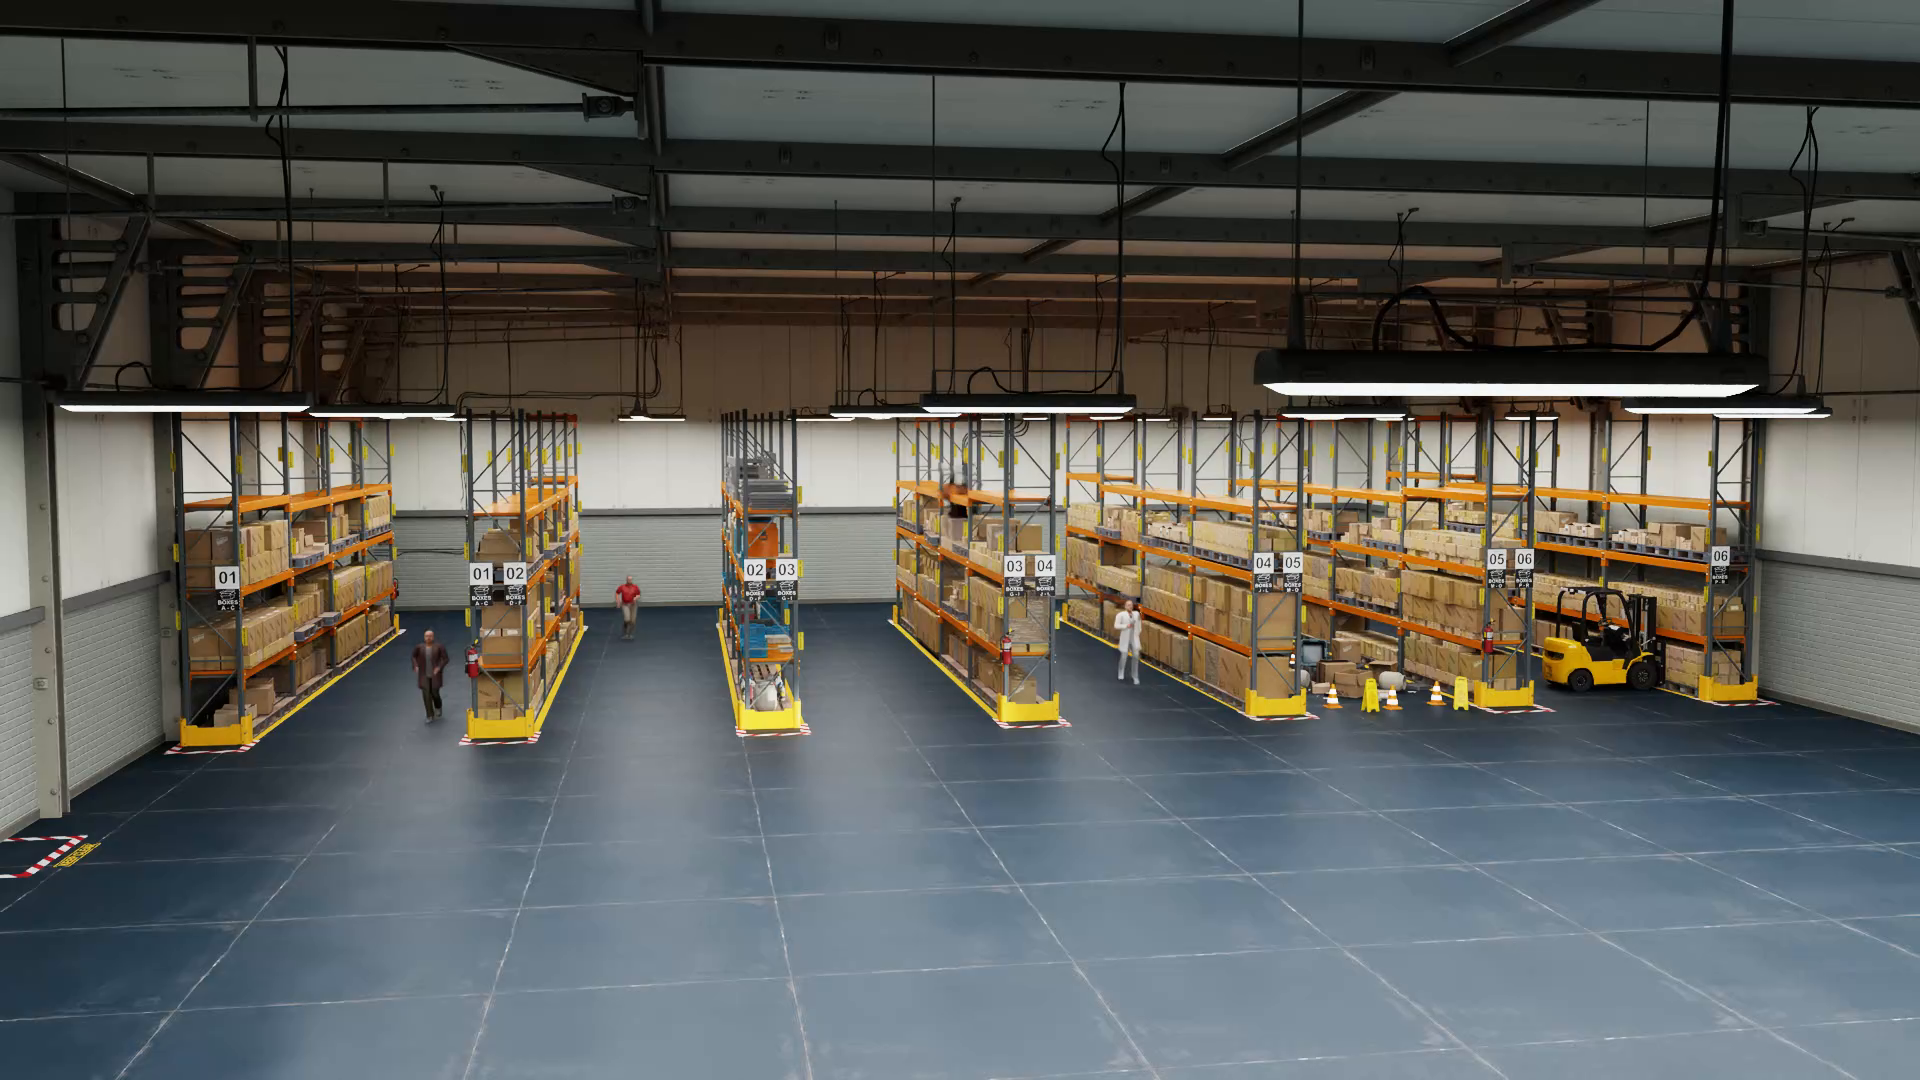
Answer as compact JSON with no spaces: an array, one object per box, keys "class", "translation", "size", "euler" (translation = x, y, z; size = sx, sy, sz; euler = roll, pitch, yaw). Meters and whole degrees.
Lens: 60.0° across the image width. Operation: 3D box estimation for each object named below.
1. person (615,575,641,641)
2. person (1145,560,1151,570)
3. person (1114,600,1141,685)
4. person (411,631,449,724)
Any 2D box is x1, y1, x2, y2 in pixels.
[{"class":"person","translation":[-8.748,1.804,44.011],"size":[0.640,1.729,0.694],"euler":[-2,4,-25]},{"class":"person","translation":[5.710,1.394,50.936],"size":[0.483,1.563,0.530],"euler":[-2,4,-26]},{"class":"person","translation":[3.723,2.253,36.873],"size":[0.705,1.847,0.897],"euler":[-1,4,-13]},{"class":"person","translation":[-10.204,2.616,32.001],"size":[0.720,1.762,0.795],"euler":[-1,4,-9]}]
